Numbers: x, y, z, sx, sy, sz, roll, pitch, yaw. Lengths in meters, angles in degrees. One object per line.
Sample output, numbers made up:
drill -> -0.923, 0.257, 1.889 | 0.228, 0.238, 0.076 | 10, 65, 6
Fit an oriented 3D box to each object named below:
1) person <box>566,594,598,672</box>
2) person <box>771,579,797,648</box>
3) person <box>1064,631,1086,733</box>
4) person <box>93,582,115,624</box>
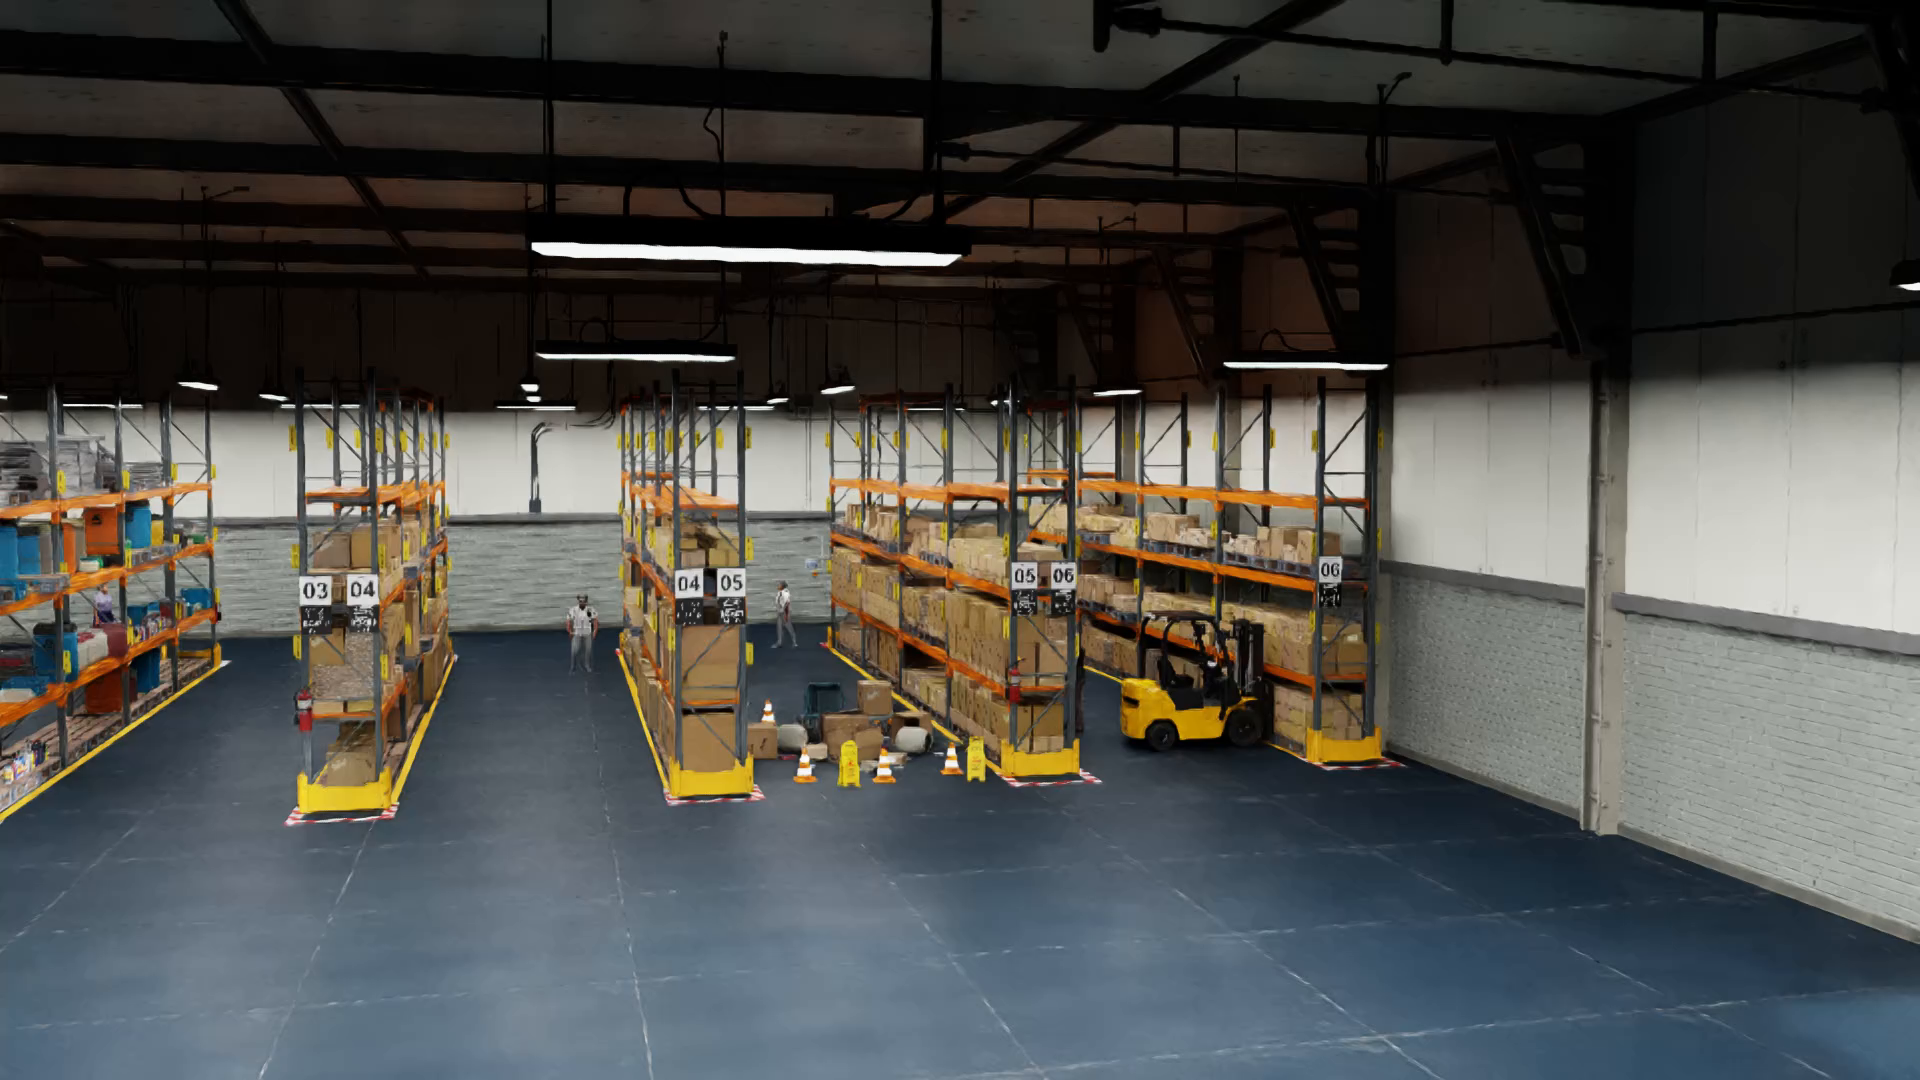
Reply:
person -> -8.159, 2.010, 35.917 | 0.682, 1.710, 0.542 | -1, 4, -15
person -> -4.237, 1.779, 40.182 | 0.536, 1.669, 0.582 | -2, 4, -32
person -> 1.922, 2.432, 28.535 | 0.494, 1.713, 0.578 | 1, 4, 17
person -> -20.375, 1.779, 39.575 | 0.439, 1.568, 0.575 | 2, 4, 25
